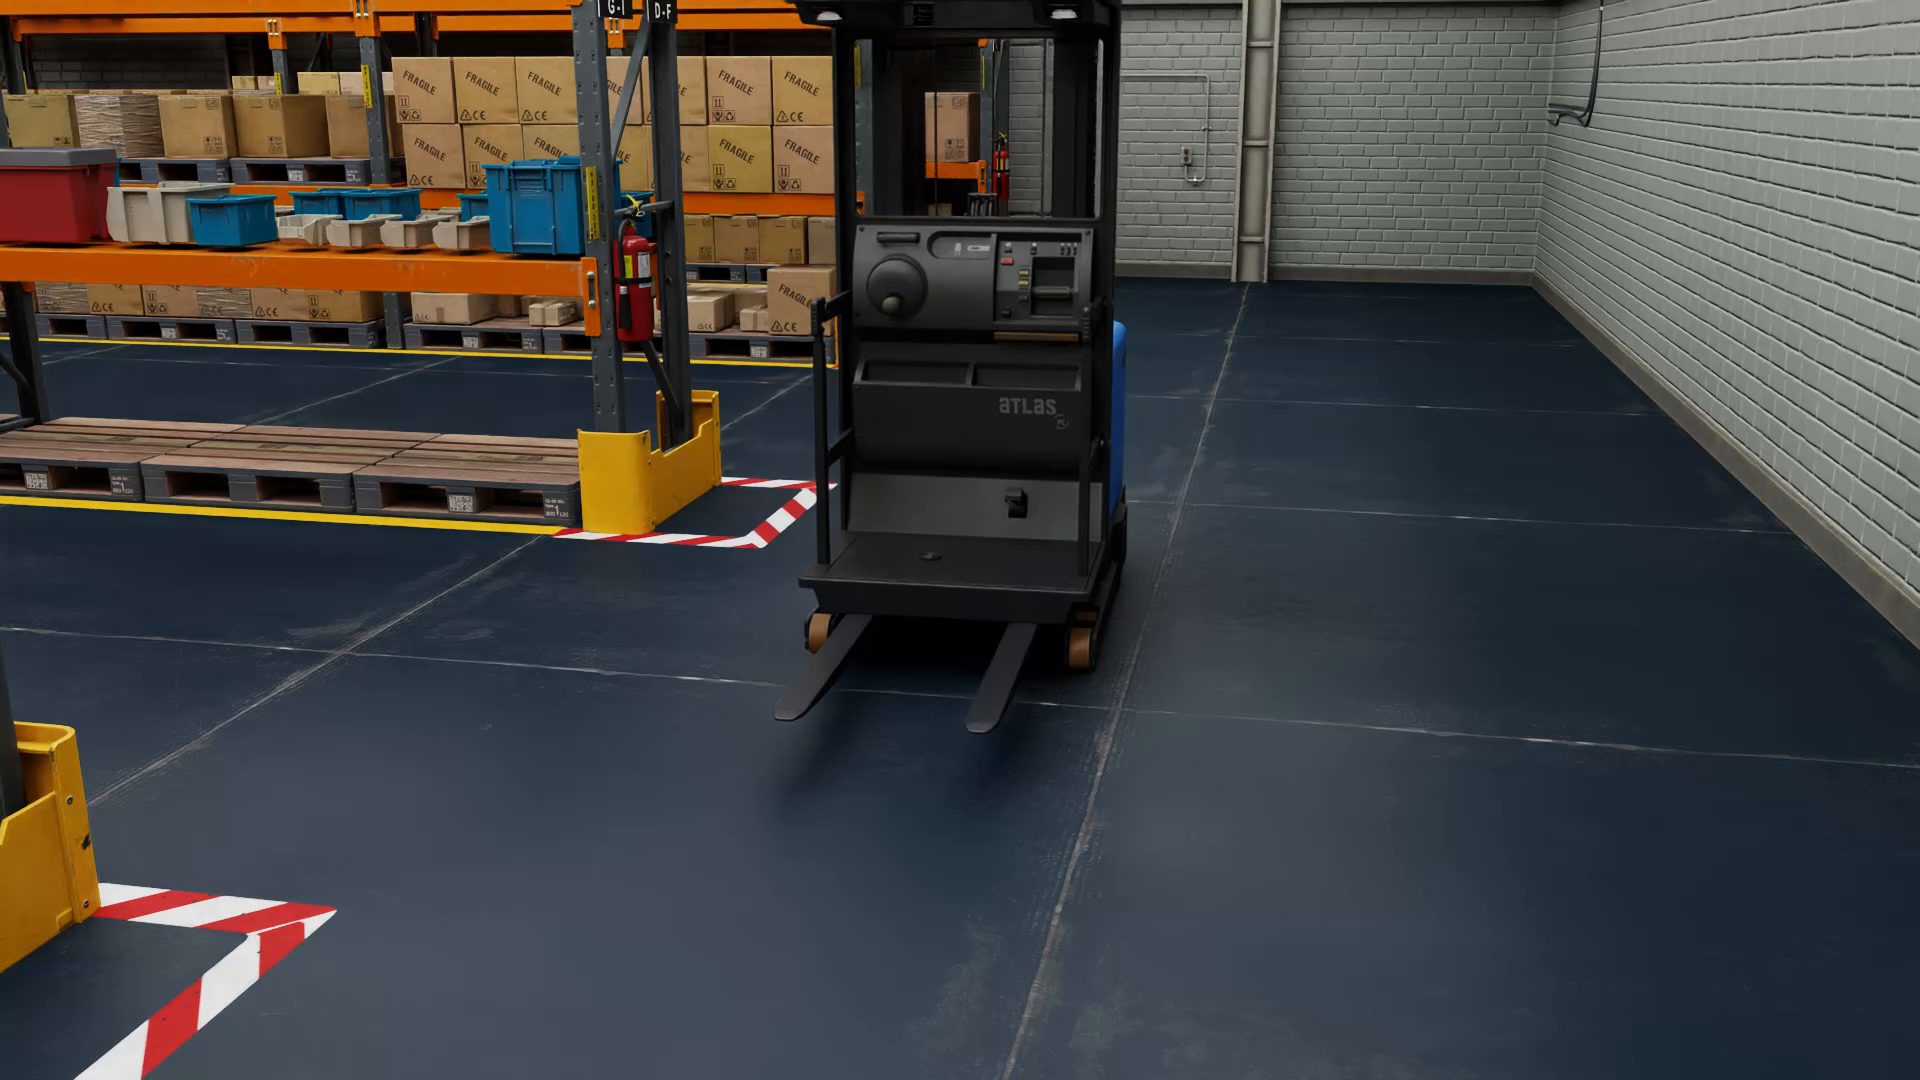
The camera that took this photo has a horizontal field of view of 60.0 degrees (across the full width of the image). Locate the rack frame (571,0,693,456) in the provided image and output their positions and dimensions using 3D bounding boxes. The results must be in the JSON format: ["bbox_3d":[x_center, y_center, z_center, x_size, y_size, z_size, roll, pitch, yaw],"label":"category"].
[{"bbox_3d":[-1.605,-1.626,8.242,0.127,3.000,1.000,3,16,11],"label":"rack frame"}]

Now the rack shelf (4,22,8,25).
[{"bbox_3d":[-10.414,-4.552,14.535,4.000,0.370,1.077,3,16,11],"label":"rack shelf"}]

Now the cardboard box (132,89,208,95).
[{"bbox_3d":[-9.158,-4.986,19.361,0.500,0.500,0.700,3,16,11],"label":"cardboard box"}]

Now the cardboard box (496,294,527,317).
[{"bbox_3d":[-3.919,-2.185,14.121,0.500,0.500,0.500,3,16,11],"label":"cardboard box"}]

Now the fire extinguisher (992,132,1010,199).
[{"bbox_3d":[0.425,-3.872,17.193,0.183,0.674,0.296,3,16,11],"label":"fire extinguisher"}]

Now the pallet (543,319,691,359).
[{"bbox_3d":[-2.662,-1.689,13.695,1.213,0.211,1.003,3,16,11],"label":"pallet"}]

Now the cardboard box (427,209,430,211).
[{"bbox_3d":[-5.919,-3.688,18.926,0.750,0.750,0.750,3,16,11],"label":"cardboard box"}]

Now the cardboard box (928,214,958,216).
[{"bbox_3d":[-0.337,-3.226,17.916,0.500,0.500,0.700,3,16,11],"label":"cardboard box"}]

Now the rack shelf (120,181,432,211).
[{"bbox_3d":[-6.494,-2.894,14.168,4.000,0.370,1.077,3,16,11],"label":"rack shelf"}]

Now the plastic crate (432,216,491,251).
[{"bbox_3d":[-2.440,-1.524,8.255,0.243,0.136,0.396,3,16,11],"label":"plastic crate"}]

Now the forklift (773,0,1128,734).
[{"bbox_3d":[0.013,-1.026,6.207,1.130,2.935,3.031,3,16,10],"label":"forklift"}]

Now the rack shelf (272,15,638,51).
[{"bbox_3d":[-5.511,-5.635,18.446,4.000,0.370,1.077,3,16,11],"label":"rack shelf"}]

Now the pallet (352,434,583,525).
[{"bbox_3d":[-2.406,-0.336,8.809,1.213,0.211,1.003,3,16,11],"label":"pallet"}]

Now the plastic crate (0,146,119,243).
[{"bbox_3d":[-4.700,-1.785,8.585,0.583,0.464,0.402,3,16,11],"label":"plastic crate"}]

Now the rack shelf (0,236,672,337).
[{"bbox_3d":[-3.565,-1.385,8.722,4.000,0.370,1.077,3,16,11],"label":"rack shelf"}]

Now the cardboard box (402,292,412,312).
[{"bbox_3d":[-4.960,-2.231,14.285,0.500,0.500,0.500,2,16,9],"label":"cardboard box"}]

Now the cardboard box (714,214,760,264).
[{"bbox_3d":[-2.347,-3.334,18.304,0.500,0.500,0.700,3,16,11],"label":"cardboard box"}]

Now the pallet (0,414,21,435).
[{"bbox_3d":[-6.273,-0.547,9.570,1.213,0.211,1.003,3,16,11],"label":"pallet"}]

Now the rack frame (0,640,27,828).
[{"bbox_3d":[-2.592,-0.330,3.565,0.127,3.000,1.000,3,16,11],"label":"rack frame"}]

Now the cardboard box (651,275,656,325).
[{"bbox_3d":[-2.692,-2.044,13.606,0.637,0.503,0.797,3,16,11],"label":"cardboard box"}]

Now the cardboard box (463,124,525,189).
[{"bbox_3d":[-3.587,-3.058,13.224,0.500,0.500,0.500,3,16,12],"label":"cardboard box"}]

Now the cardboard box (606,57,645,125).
[{"bbox_3d":[-2.613,-3.483,12.888,0.500,0.500,0.500,4,16,13],"label":"cardboard box"}]

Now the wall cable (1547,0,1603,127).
[{"bbox_3d":[5.840,-5.218,15.788,0.112,2.526,3.097,3,16,11],"label":"wall cable"}]

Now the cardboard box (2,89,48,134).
[{"bbox_3d":[-10.898,-5.080,19.701,0.500,0.500,0.700,3,16,11],"label":"cardboard box"}]

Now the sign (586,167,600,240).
[{"bbox_3d":[-1.699,-1.560,7.698,0.005,0.325,0.100,3,16,11],"label":"sign"}]

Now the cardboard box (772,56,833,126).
[{"bbox_3d":[-1.105,-3.403,12.598,0.500,0.500,0.500,3,16,11],"label":"cardboard box"}]

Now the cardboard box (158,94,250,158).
[{"bbox_3d":[-6.278,-3.463,13.899,0.500,0.500,0.700,-1,16,-3],"label":"cardboard box"}]

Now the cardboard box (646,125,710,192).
[{"bbox_3d":[-2.104,-2.977,12.932,0.500,0.500,0.500,3,16,12],"label":"cardboard box"}]

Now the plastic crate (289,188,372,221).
[{"bbox_3d":[-3.366,-1.759,8.925,0.300,0.233,0.416,3,16,11],"label":"plastic crate"}]

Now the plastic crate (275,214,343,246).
[{"bbox_3d":[-3.293,-1.562,8.394,0.250,0.136,0.298,3,16,11],"label":"plastic crate"}]

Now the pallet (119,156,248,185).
[{"bbox_3d":[-6.547,-3.152,14.112,1.213,0.211,1.003,3,16,11],"label":"pallet"}]

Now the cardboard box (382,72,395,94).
[{"bbox_3d":[-6.059,-5.060,18.453,0.500,0.250,0.500,3,16,11],"label":"cardboard box"}]

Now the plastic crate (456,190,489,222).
[{"bbox_3d":[-2.427,-1.708,8.741,0.300,0.233,0.416,3,16,11],"label":"plastic crate"}]

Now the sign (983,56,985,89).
[{"bbox_3d":[0.247,-4.748,16.902,0.005,0.325,0.100,3,16,11],"label":"sign"}]

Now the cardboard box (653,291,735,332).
[{"bbox_3d":[-2.121,-1.831,13.310,0.500,0.250,0.500,3,16,11],"label":"cardboard box"}]

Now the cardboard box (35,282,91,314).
[{"bbox_3d":[-7.551,-2.229,14.278,0.500,0.500,0.500,3,16,9],"label":"cardboard box"}]

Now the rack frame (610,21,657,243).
[{"bbox_3d":[-3.551,-4.430,18.366,0.127,3.000,1.000,3,16,11],"label":"rack frame"}]

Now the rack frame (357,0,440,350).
[{"bbox_3d":[-4.534,-3.134,13.687,0.127,3.000,1.000,3,16,11],"label":"rack frame"}]

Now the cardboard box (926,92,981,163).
[{"bbox_3d":[-0.133,-4.386,17.647,0.700,0.700,0.980,4,16,14],"label":"cardboard box"}]

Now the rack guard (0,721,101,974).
[{"bbox_3d":[-2.569,0.876,3.894,0.348,0.500,1.175,3,16,11],"label":"rack guard"}]

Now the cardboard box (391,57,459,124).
[{"bbox_3d":[-4.128,-3.565,13.184,0.500,0.500,0.500,4,16,13],"label":"cardboard box"}]

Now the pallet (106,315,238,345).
[{"bbox_3d":[-6.538,-1.888,14.412,1.213,0.211,1.003,3,16,11],"label":"pallet"}]

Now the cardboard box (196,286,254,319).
[{"bbox_3d":[-6.049,-2.148,13.986,0.500,0.500,0.500,3,16,12],"label":"cardboard box"}]

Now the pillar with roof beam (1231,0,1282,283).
[{"bbox_3d":[2.329,-6.065,13.030,0.400,9.000,9.100,3,16,11],"label":"pillar with roof beam"}]
